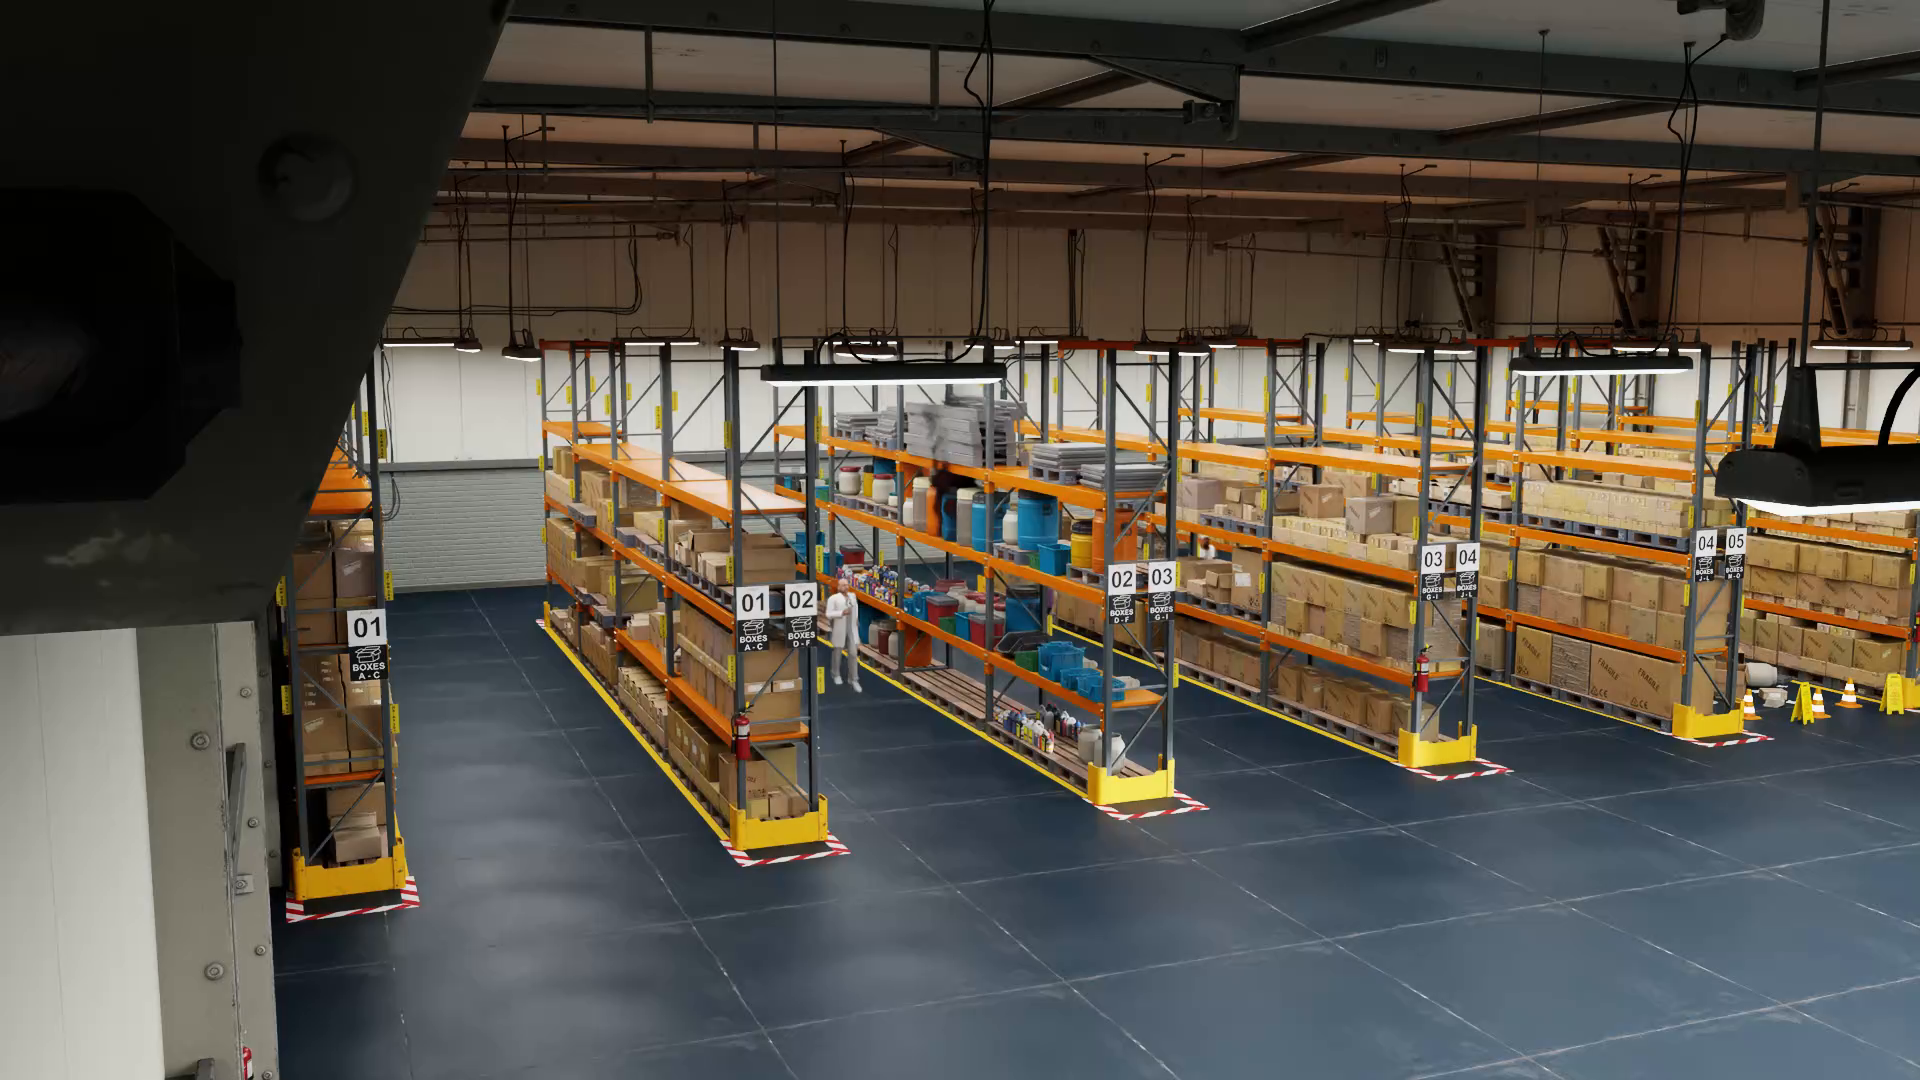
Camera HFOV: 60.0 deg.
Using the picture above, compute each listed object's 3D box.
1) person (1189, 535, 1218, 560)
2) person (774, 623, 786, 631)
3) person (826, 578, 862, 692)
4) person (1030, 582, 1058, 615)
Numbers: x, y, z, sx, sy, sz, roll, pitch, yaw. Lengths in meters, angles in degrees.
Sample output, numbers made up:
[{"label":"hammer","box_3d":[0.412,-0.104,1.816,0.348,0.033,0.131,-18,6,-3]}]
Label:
[{"label":"person","box_3d":[5.394,0.721,36.533,0.667,1.746,0.620,-3,8,-19]},{"label":"person","box_3d":[-3.173,1.342,29.547,0.689,1.793,0.916,-5,9,-32]},{"label":"person","box_3d":[-1.916,1.561,27.631,0.692,1.857,0.804,-4,8,-29]},{"label":"person","box_3d":[1.578,1.247,30.953,0.504,1.591,0.694,-5,9,-36]}]
